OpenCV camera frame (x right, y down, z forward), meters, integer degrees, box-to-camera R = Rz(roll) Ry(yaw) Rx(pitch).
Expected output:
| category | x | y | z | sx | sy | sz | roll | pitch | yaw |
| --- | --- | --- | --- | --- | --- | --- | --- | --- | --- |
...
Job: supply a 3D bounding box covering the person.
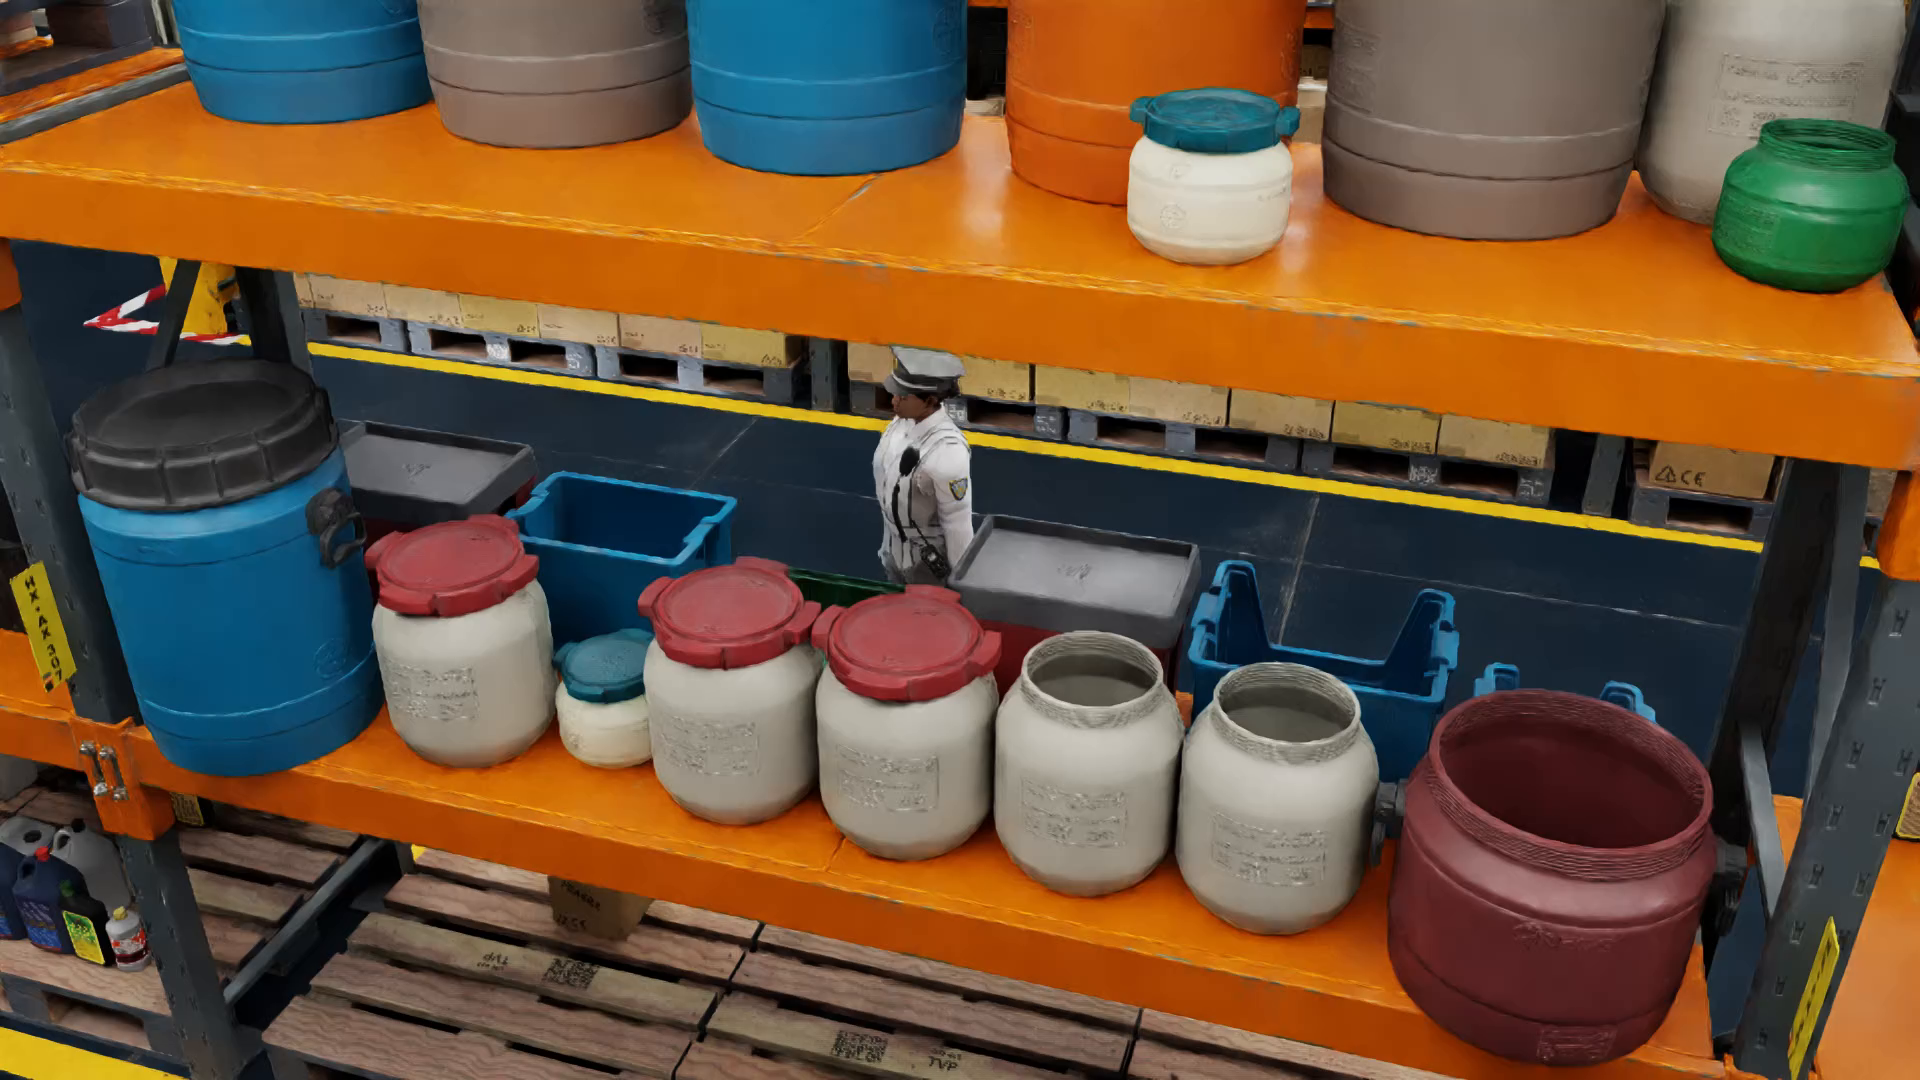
| category | x | y | z | sx | sy | sz | roll | pitch | yaw |
| --- | --- | --- | --- | --- | --- | --- | --- | --- | --- |
| person | -0.088 | 0.011 | 6.098 | 0.492 | 1.667 | 0.673 | -10 | 31 | -17 |
